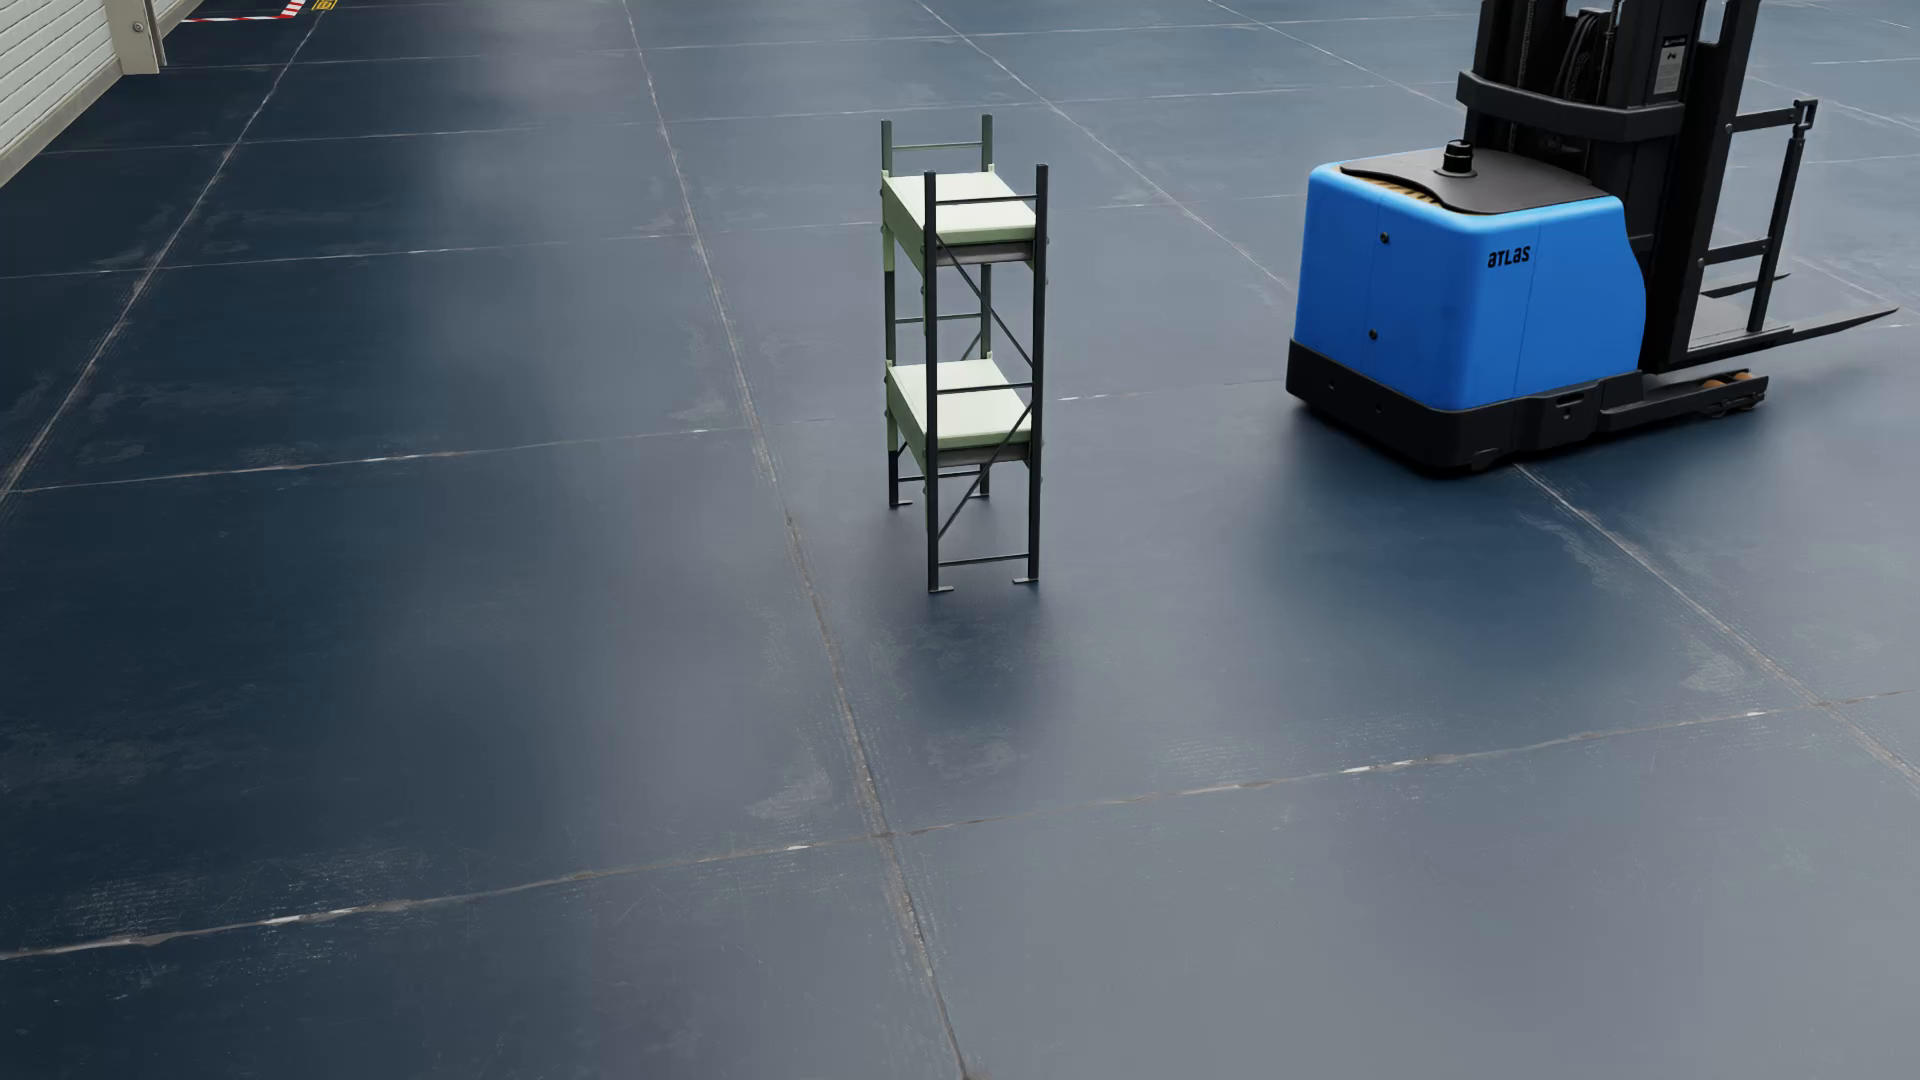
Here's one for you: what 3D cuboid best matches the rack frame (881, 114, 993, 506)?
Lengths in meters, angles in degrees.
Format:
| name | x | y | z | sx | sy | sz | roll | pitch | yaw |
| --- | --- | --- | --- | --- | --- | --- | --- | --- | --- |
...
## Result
| name | x | y | z | sx | sy | sz | roll | pitch | yaw |
| --- | --- | --- | --- | --- | --- | --- | --- | --- | --- |
| rack frame | -0.081 | -0.827 | 6.225 | 0.400 | 1.500 | 0.023 | -6 | 27 | -12 |

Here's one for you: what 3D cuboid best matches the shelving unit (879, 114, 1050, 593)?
| name | x | y | z | sx | sy | sz | roll | pitch | yaw |
| --- | --- | --- | --- | --- | --- | --- | --- | --- | --- |
| shelving unit | 0.002 | -0.667 | 5.906 | 0.431 | 1.500 | 0.755 | -6 | 27 | -12 |

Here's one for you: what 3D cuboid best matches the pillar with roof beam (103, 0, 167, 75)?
| name | x | y | z | sx | sy | sz | roll | pitch | yaw |
| --- | --- | --- | --- | --- | --- | --- | --- | --- | --- |
| pillar with roof beam | -2.791 | -8.477 | 13.059 | 9.100 | 9.000 | 0.400 | -6 | 27 | -12 |

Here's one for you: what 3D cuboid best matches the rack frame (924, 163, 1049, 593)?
| name | x | y | z | sx | sy | sz | roll | pitch | yaw |
| --- | --- | --- | --- | --- | --- | --- | --- | --- | --- |
| rack frame | 0.084 | -0.506 | 5.588 | 0.400 | 1.500 | 0.023 | -6 | 27 | -12 |

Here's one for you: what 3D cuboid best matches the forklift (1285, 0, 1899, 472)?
| name | x | y | z | sx | sy | sz | roll | pitch | yaw |
| --- | --- | --- | --- | --- | --- | --- | --- | --- | --- |
| forklift | 3.002 | -2.041 | 7.041 | 3.031 | 2.935 | 1.130 | -13 | 30 | -24 |

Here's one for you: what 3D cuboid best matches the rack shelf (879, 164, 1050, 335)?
| name | x | y | z | sx | sy | sz | roll | pitch | yaw |
| --- | --- | --- | --- | --- | --- | --- | --- | --- | --- |
| rack shelf | 0.002 | -1.015 | 5.730 | 0.431 | 0.370 | 0.720 | -6 | 27 | -12 |

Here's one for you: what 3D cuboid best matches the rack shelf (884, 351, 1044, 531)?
| name | x | y | z | sx | sy | sz | roll | pitch | yaw |
| --- | --- | --- | --- | --- | --- | --- | --- | --- | --- |
| rack shelf | 0.002 | -0.376 | 6.053 | 0.431 | 0.370 | 0.720 | -6 | 27 | -12 |
